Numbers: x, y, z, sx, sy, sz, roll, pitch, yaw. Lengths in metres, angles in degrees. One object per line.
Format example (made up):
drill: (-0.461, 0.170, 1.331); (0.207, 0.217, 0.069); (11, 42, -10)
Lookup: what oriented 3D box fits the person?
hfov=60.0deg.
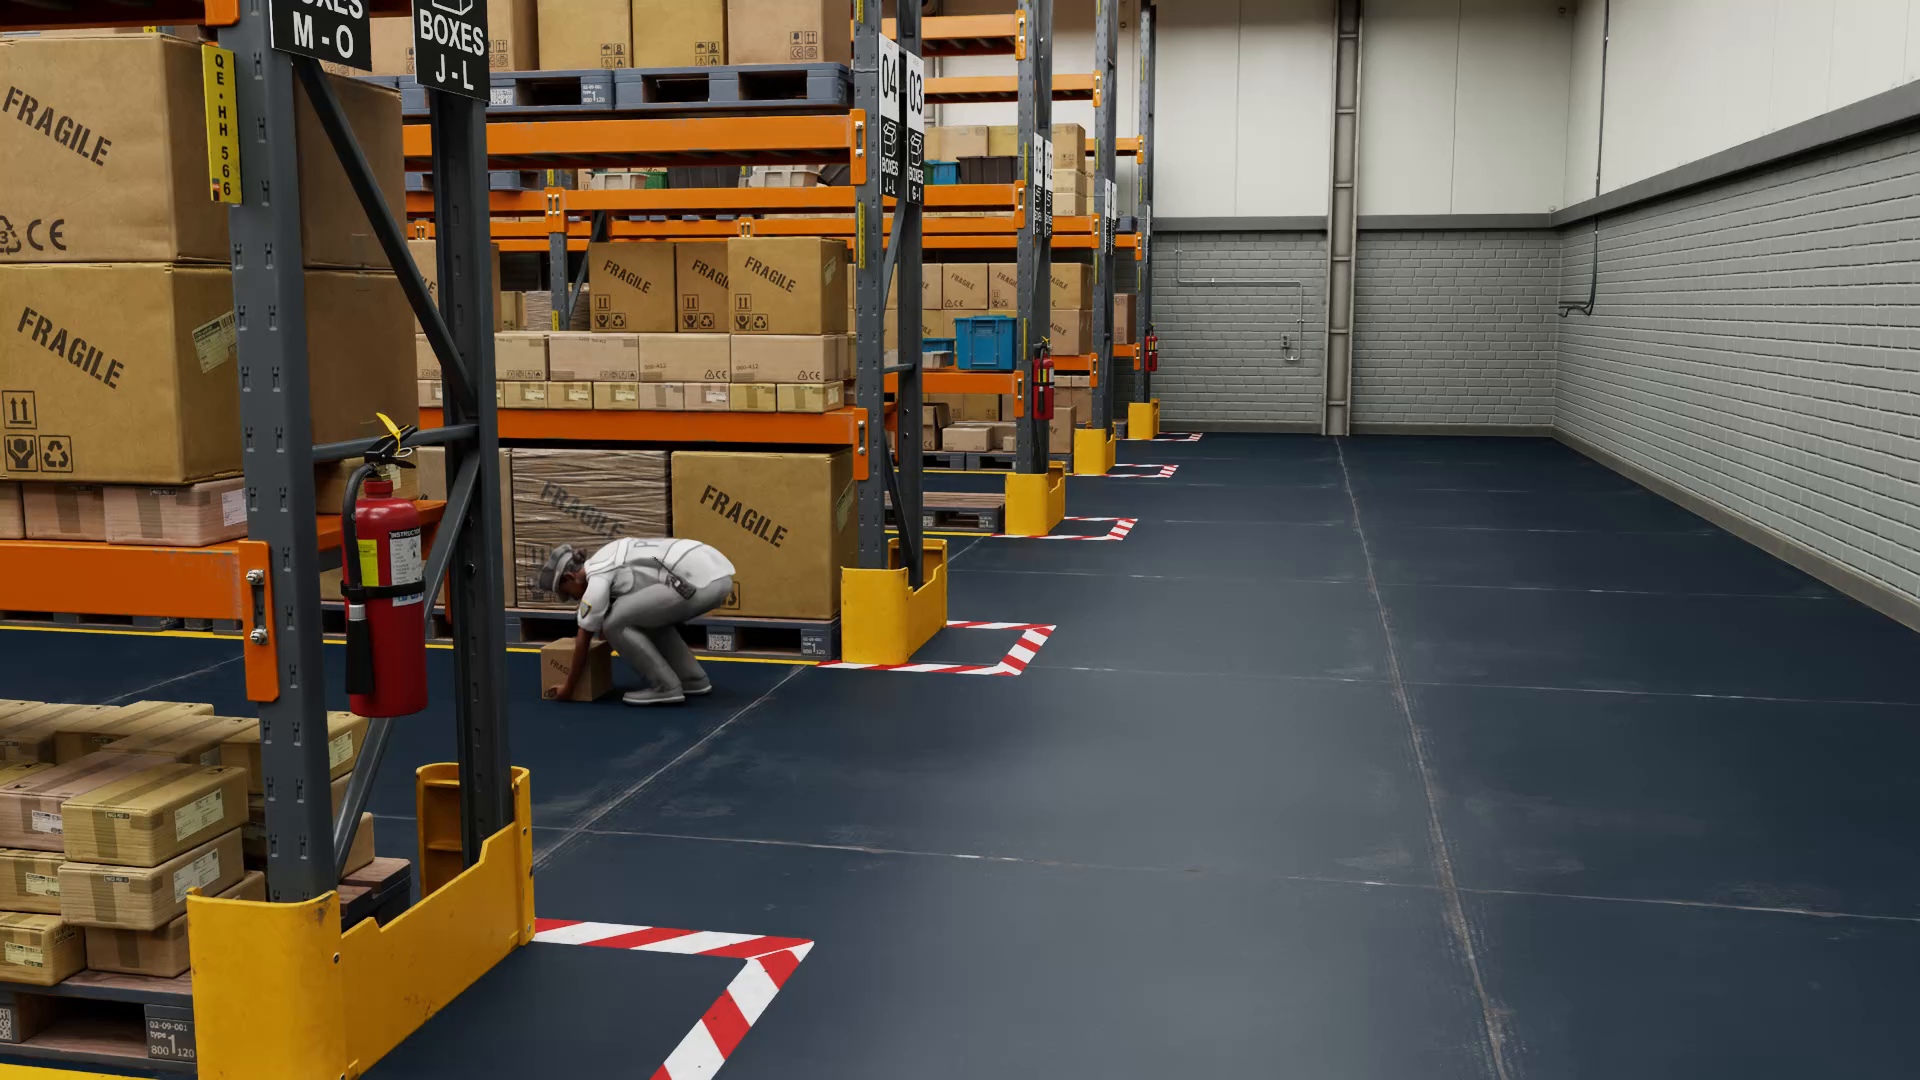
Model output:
person: (-1.529, 0.386, 7.877); (0.926, 0.792, 0.450); (1, 8, 9)
